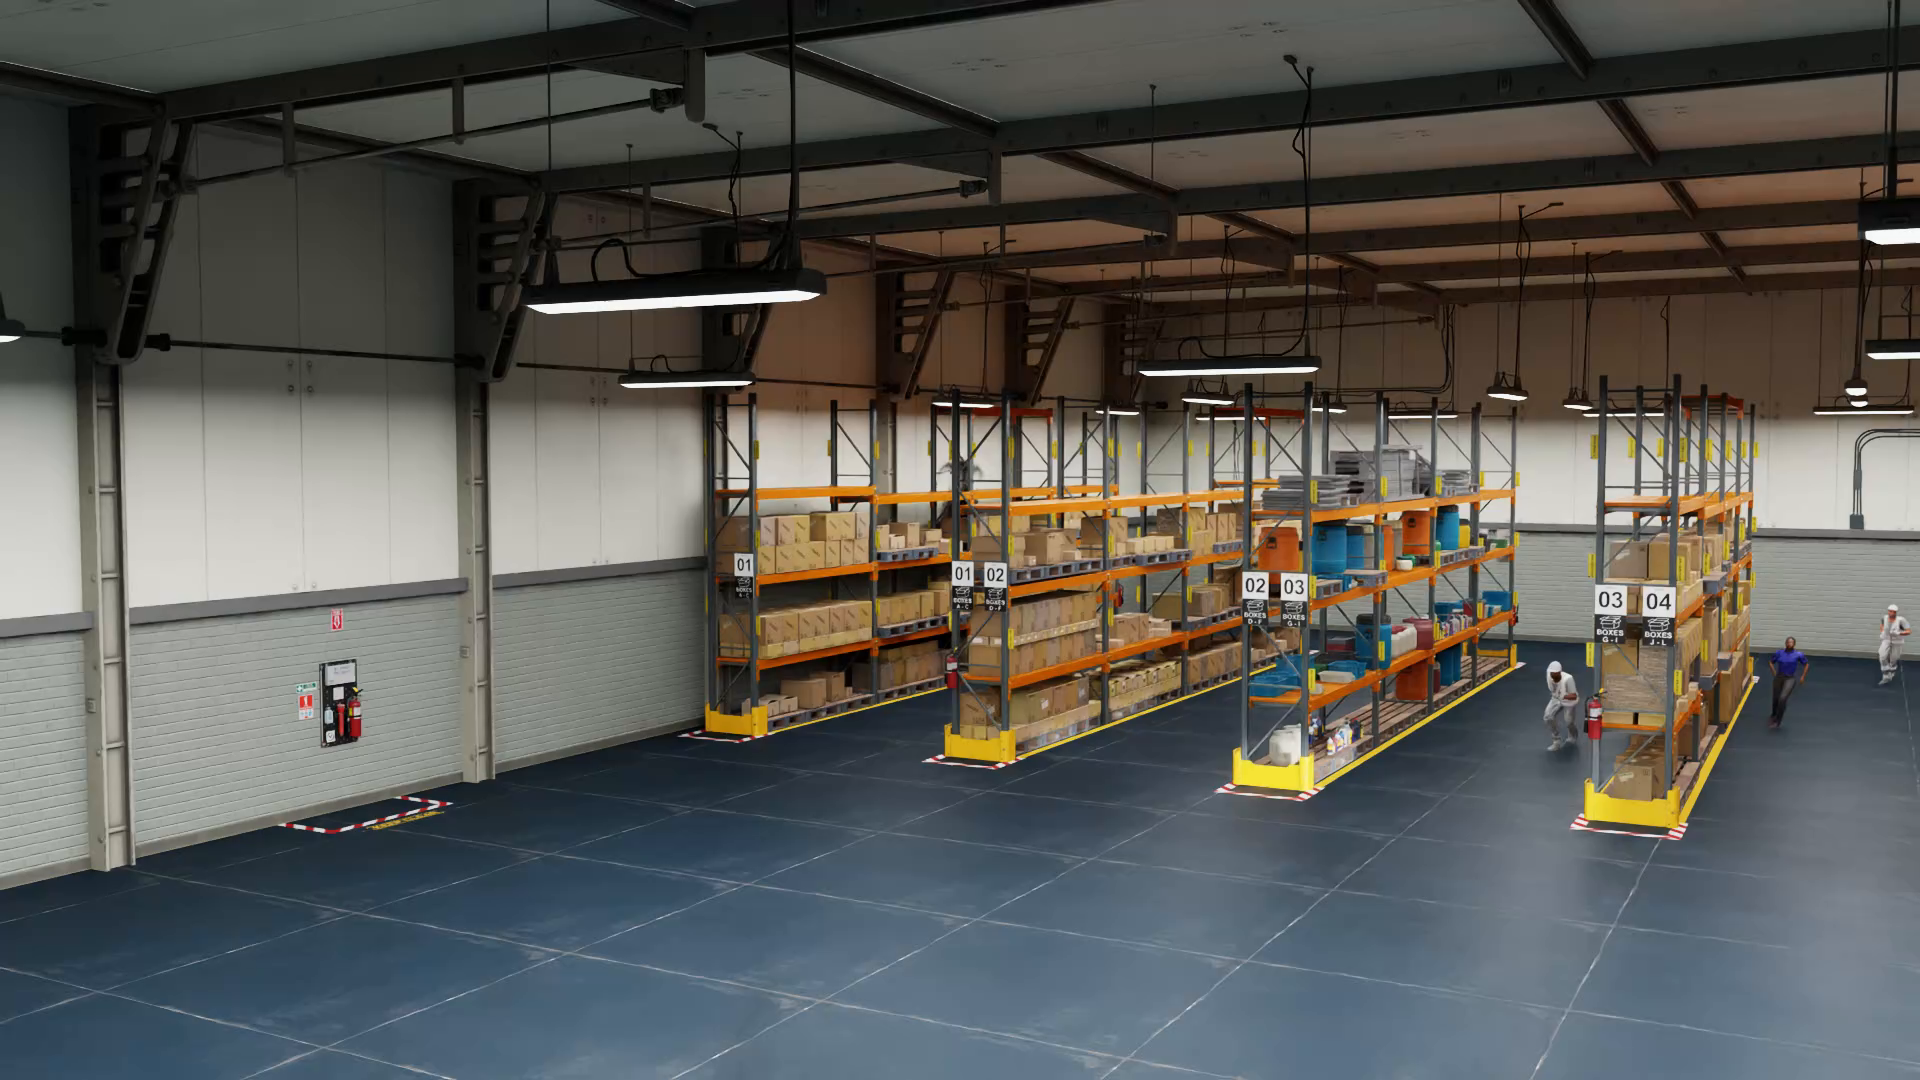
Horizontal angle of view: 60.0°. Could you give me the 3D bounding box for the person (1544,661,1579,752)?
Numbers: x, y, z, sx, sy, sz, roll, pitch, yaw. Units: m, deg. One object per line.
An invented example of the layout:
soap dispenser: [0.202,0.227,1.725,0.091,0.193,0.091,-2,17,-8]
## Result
person: [10.079,2.752,27.732,1.176,1.553,0.681,-3,4,-43]

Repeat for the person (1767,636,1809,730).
person: [14.890,2.572,29.999,0.684,1.680,0.781,3,4,42]

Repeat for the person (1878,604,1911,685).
person: [20.035,2.224,35.606,0.652,1.735,0.867,3,4,44]
